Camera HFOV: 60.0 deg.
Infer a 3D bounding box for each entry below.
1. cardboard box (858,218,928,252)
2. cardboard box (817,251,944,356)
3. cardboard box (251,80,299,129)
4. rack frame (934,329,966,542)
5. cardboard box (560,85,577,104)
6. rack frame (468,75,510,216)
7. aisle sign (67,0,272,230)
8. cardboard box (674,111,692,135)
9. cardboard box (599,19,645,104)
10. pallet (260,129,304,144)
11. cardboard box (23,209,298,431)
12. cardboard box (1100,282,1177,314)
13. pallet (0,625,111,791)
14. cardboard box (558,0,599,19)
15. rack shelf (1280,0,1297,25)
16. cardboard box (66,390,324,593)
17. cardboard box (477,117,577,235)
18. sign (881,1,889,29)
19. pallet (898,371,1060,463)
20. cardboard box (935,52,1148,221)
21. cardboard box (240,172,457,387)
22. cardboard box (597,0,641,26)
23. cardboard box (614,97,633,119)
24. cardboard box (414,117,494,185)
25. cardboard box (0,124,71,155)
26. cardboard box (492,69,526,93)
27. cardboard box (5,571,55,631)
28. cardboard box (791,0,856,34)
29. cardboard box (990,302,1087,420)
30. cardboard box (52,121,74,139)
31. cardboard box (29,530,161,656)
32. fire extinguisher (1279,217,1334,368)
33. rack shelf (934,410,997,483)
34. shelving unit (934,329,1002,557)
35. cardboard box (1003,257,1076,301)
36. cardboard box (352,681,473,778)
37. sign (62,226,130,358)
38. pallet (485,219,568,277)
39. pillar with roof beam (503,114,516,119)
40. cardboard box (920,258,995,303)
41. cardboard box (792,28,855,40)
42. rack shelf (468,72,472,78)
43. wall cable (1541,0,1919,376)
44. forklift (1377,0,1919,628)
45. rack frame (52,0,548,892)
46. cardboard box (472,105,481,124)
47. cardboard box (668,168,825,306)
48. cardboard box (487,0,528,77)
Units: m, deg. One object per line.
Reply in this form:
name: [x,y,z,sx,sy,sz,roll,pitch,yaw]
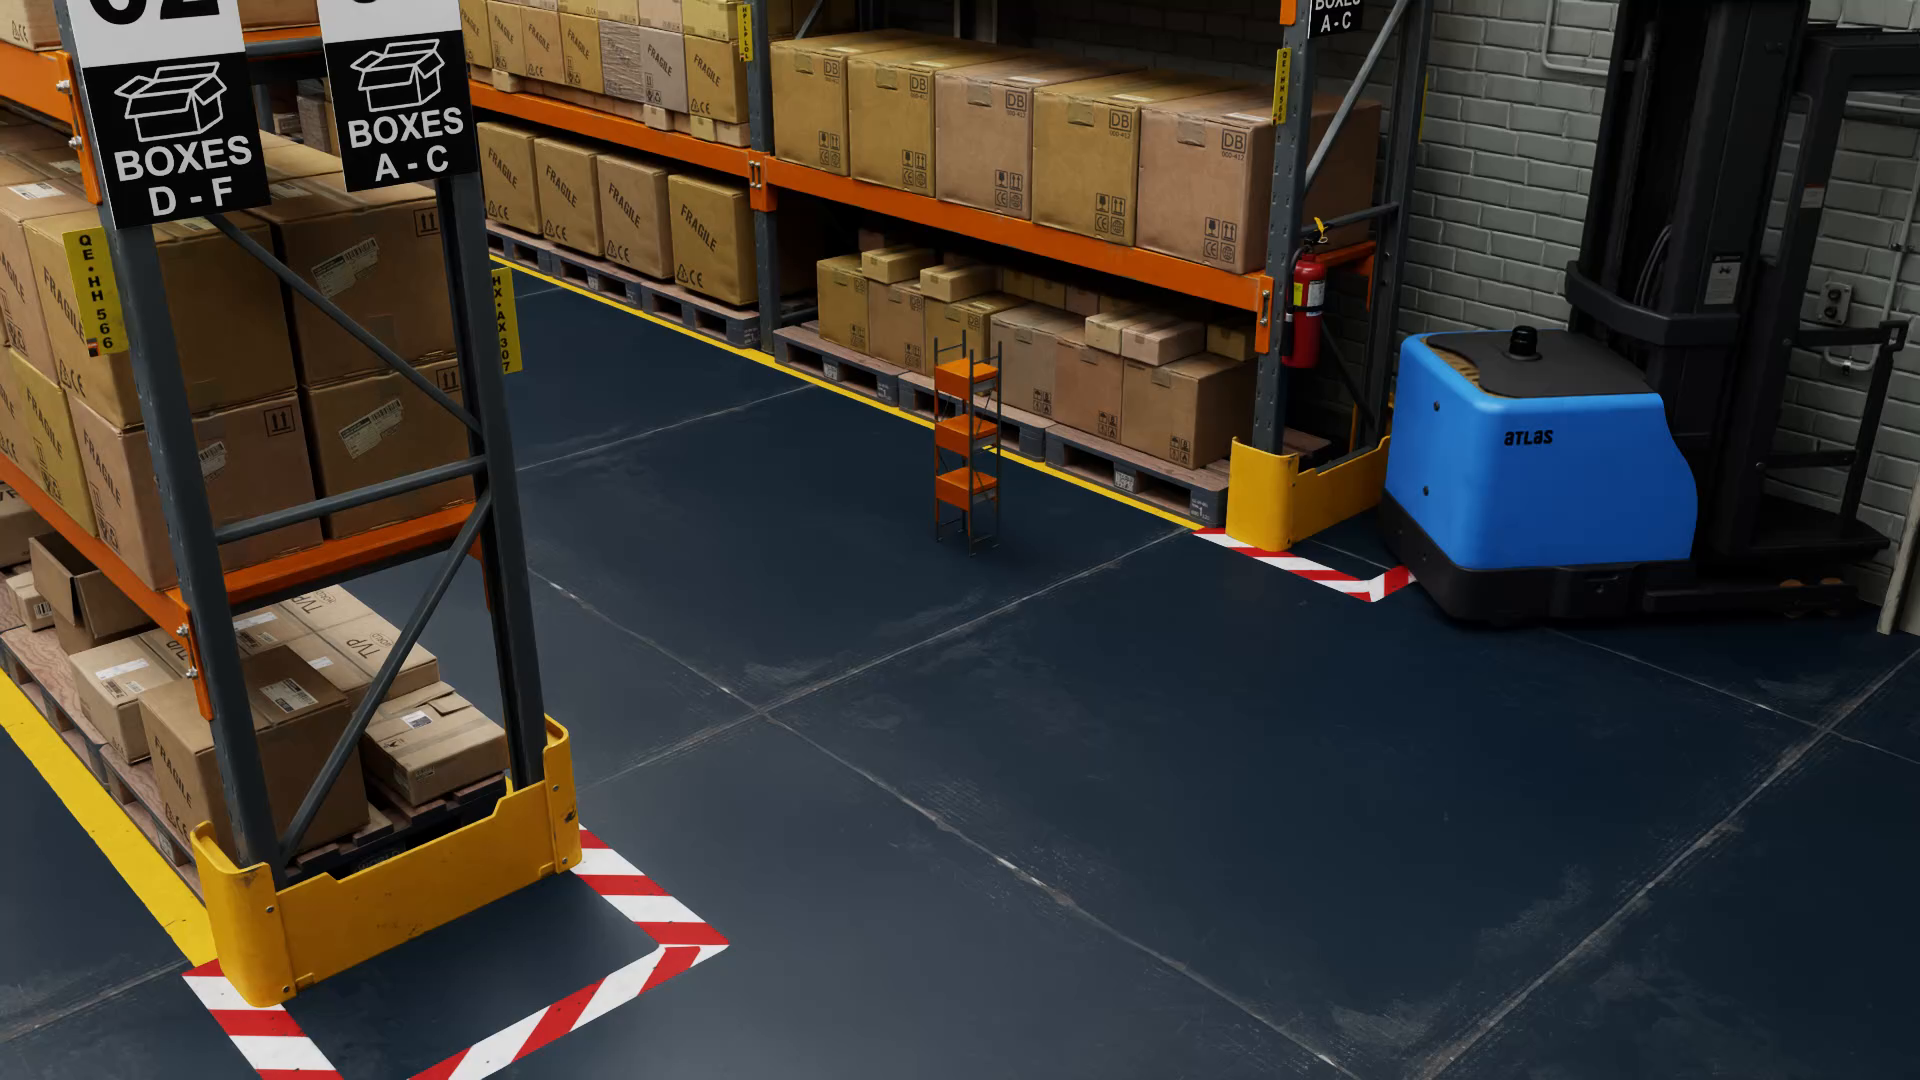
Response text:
cardboard box: [-0.423,-1.924,10.578,0.380,0.149,0.250,-21,32,-39]
cardboard box: [-0.469,-1.529,10.493,0.700,0.500,0.500,-21,32,-38]
cardboard box: [-7.112,-4.520,17.026,0.500,0.500,0.500,21,32,38]
rack frame: [-0.047,-0.498,8.078,0.200,1.050,0.008,-21,32,-38]
cardboard box: [-2.684,-3.290,12.126,0.380,0.149,0.250,-21,32,-38]
rack frame: [-3.640,-3.942,13.278,1.000,3.000,0.127,-21,32,-38]
aisle sign: [-1.962,-1.187,4.107,0.394,0.787,0.004,-21,32,-38]
cardboard box: [-1.677,-2.808,11.071,0.380,0.149,0.250,-20,31,-37]
cardboard box: [-2.098,-3.295,11.356,0.500,0.500,0.500,-21,32,-38]
pallet: [-6.858,-4.079,16.937,1.003,0.211,1.213,-21,32,-38]
cardboard box: [-2.290,-0.670,4.778,0.500,0.500,0.500,-22,32,-39]
cardboard box: [0.991,-1.299,9.208,0.380,0.149,0.250,-21,32,-38]
pallet: [-3.212,0.523,6.850,1.003,0.211,1.213,-21,32,-38]
cardboard box: [-2.451,-3.797,11.553,0.500,0.250,0.500,-22,33,-39]
rack shelf: [0.461,-3.162,8.820,1.077,0.370,4.000,-21,32,-38]
cardboard box: [-2.290,-0.216,4.990,0.500,0.500,0.500,-20,31,-37]
cardboard box: [-3.233,-2.895,13.067,0.750,0.750,0.750,-22,32,-39]
sign: [-0.502,-3.318,10.771,0.100,0.325,0.005,-21,32,-38]
pallet: [0.395,-0.840,9.836,1.003,0.211,1.213,-21,32,-38]
cardboard box: [0.453,-2.258,9.223,0.700,0.700,0.980,22,32,39]
cardboard box: [-1.896,-0.822,5.112,0.500,0.500,0.500,-20,31,-37]
cardboard box: [-2.103,-3.643,11.215,0.500,0.250,0.500,-20,32,-37]
cardboard box: [-2.180,-3.045,11.589,0.380,0.149,0.250,-22,33,-40]
cardboard box: [-4.437,-3.398,14.566,0.700,0.500,0.500,-21,32,-39]
cardboard box: [-3.345,-1.134,5.796,0.500,0.500,0.500,-20,31,-37]
cardboard box: [-3.298,-3.488,12.561,0.380,0.149,0.250,-20,31,-37]
cardboard box: [-3.792,0.212,7.054,0.380,0.166,0.250,-21,32,-38]
cardboard box: [-1.030,-3.475,10.847,0.500,0.250,0.500,-20,31,-37]
cardboard box: [0.591,-1.060,9.465,0.500,0.500,0.700,23,33,40]
cardboard box: [-2.945,-1.285,6.127,0.500,0.500,0.500,-22,32,-39]
cardboard box: [-3.231,0.179,6.721,0.797,0.503,0.637,-21,32,-38]
fire extinguisher: [1.595,-1.137,7.671,0.296,0.674,0.183,-21,32,-38]
rack shelf: [0.037,-0.452,8.001,0.215,0.259,0.240,-21,32,-38]
shelving unit: [0.037,-0.461,7.997,0.215,1.050,0.252,-21,32,-38]
cardboard box: [0.468,-1.531,9.715,0.380,0.149,0.250,-22,32,-39]
cardboard box: [-1.991,0.676,6.037,0.380,0.166,0.250,-21,32,-38]
sign: [-2.204,-0.631,4.244,0.100,0.325,0.005,-21,32,-38]
pallet: [-3.156,-2.414,13.286,1.003,0.211,1.213,-21,32,-38]
pillar with roof beam: [-7.039,-6.090,10.757,9.100,9.000,0.400,-21,32,-38]
cardboard box: [-0.012,-1.510,9.671,0.380,0.149,0.250,-22,33,-40]
cardboard box: [-1.036,-3.131,10.997,0.500,0.500,0.500,22,33,40]
rack shelf: [-5.007,-4.221,14.755,1.077,0.370,4.000,-21,32,-38]
wall cable: [3.394,-1.861,7.492,0.084,1.984,1.851,-21,32,-38]
forklift: [3.600,-1.202,7.353,3.031,2.935,1.130,-3,25,-6]
rack frame: [-1.785,-0.112,4.882,1.000,3.000,0.127,-21,32,-38]
cardboard box: [-4.514,-3.740,14.413,0.500,0.250,0.500,-20,32,-38]
cardboard box: [-1.445,-2.104,11.331,0.750,0.750,0.750,-21,32,-38]
cardboard box: [-3.143,-3.751,12.356,0.500,0.500,0.500,-20,31,-37]
